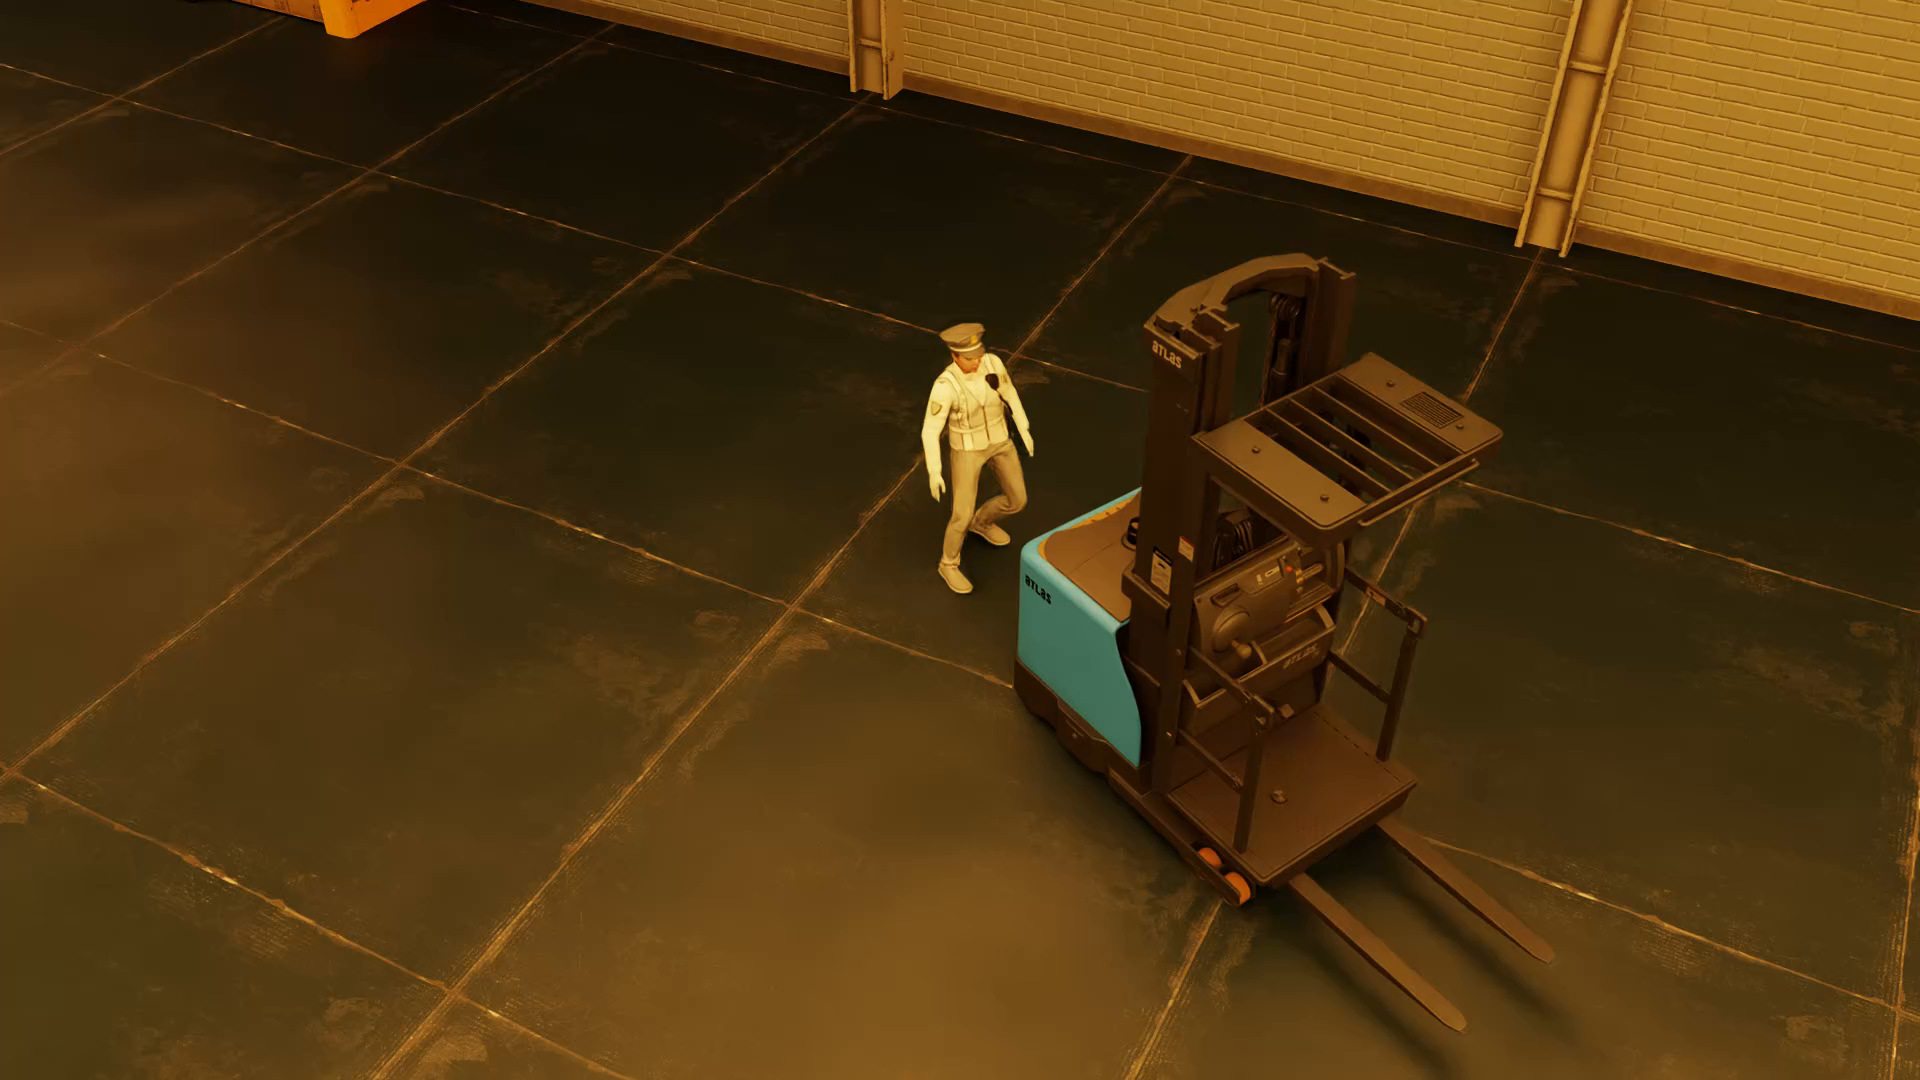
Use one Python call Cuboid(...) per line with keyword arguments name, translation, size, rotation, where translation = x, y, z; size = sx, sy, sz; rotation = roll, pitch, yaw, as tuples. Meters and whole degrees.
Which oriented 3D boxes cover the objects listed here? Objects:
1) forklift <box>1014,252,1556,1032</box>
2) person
Cuboid(name="forklift", translation=(1.574, 0.308, 7.621), size=(1.130, 2.935, 3.031), rotation=(-25, 46, -27))
Cuboid(name="person", translation=(0.094, -0.499, 9.613), size=(0.714, 1.591, 0.549), rotation=(-20, 44, -22))
